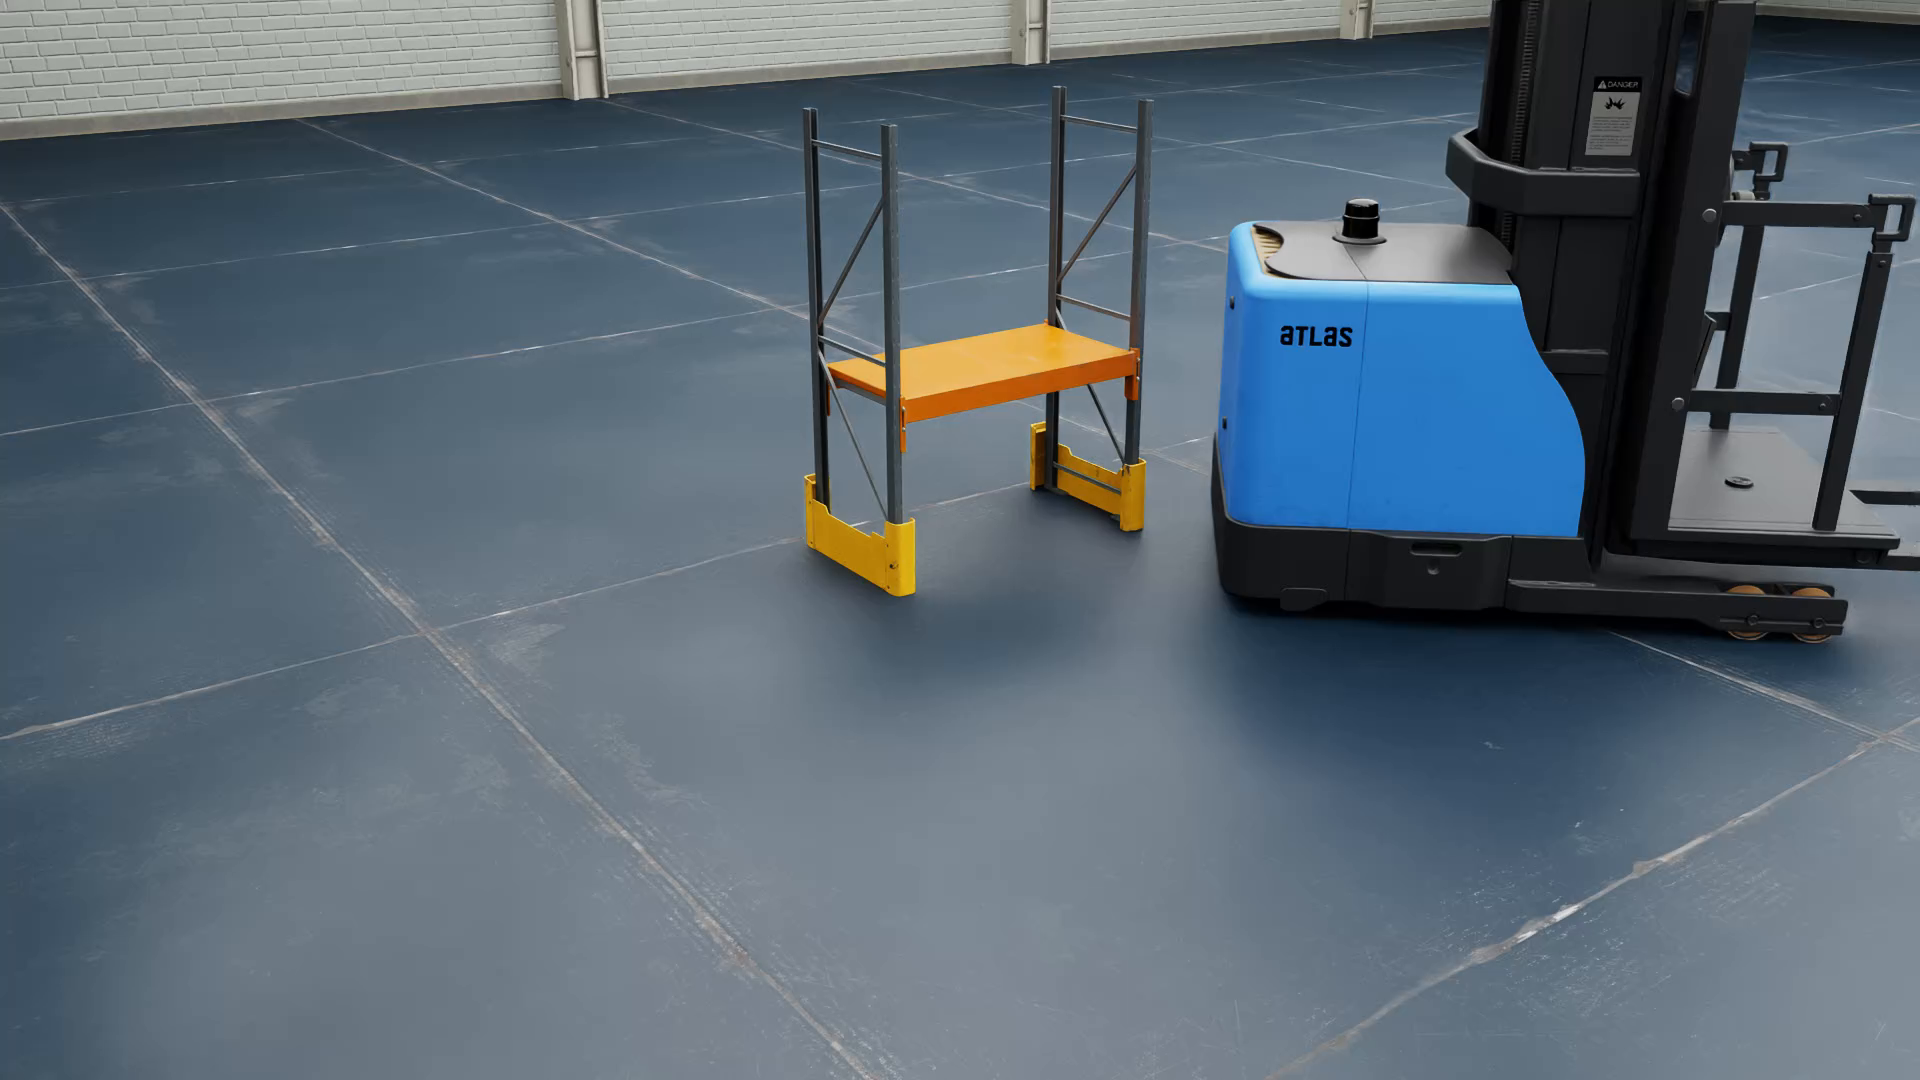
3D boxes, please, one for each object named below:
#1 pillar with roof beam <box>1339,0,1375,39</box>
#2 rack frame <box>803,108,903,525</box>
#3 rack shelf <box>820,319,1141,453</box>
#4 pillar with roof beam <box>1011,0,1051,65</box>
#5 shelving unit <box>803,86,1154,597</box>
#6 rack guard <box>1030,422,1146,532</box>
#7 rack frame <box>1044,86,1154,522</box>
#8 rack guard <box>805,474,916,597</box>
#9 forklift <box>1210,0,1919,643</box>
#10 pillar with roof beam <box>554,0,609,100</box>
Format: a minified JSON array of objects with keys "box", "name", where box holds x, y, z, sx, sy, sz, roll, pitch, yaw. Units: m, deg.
[{"box":[8.269,-10.197,19.309,0.400,9.000,9.100,-15,26,-33],"name":"pillar with roof beam"},{"box":[-0.343,-0.605,5.389,0.032,1.500,0.500,-15,26,-33],"name":"rack frame"},{"box":[0.069,-0.548,5.731,1.000,0.185,0.538,-15,26,-33],"name":"rack shelf"},{"box":[3.398,-8.898,16.054,0.400,9.000,9.100,-15,26,-33],"name":"pillar with roof beam"},{"box":[0.062,-0.713,5.660,1.083,1.500,0.587,-15,26,-33],"name":"shelving unit"},{"box":[0.466,-0.240,6.162,0.087,0.250,0.587,-15,26,-33],"name":"rack guard"},{"box":[0.482,-0.825,5.940,0.032,1.500,0.500,-15,26,-33],"name":"rack frame"},{"box":[-0.342,-0.025,5.621,0.087,0.250,0.587,-15,26,-33],"name":"rack guard"},{"box":[2.387,-1.252,5.079,3.031,2.935,1.130,2,22,5],"name":"forklift"},{"box":[-1.472,-7.600,12.799,0.400,9.000,9.100,-15,26,-33],"name":"pillar with roof beam"}]
